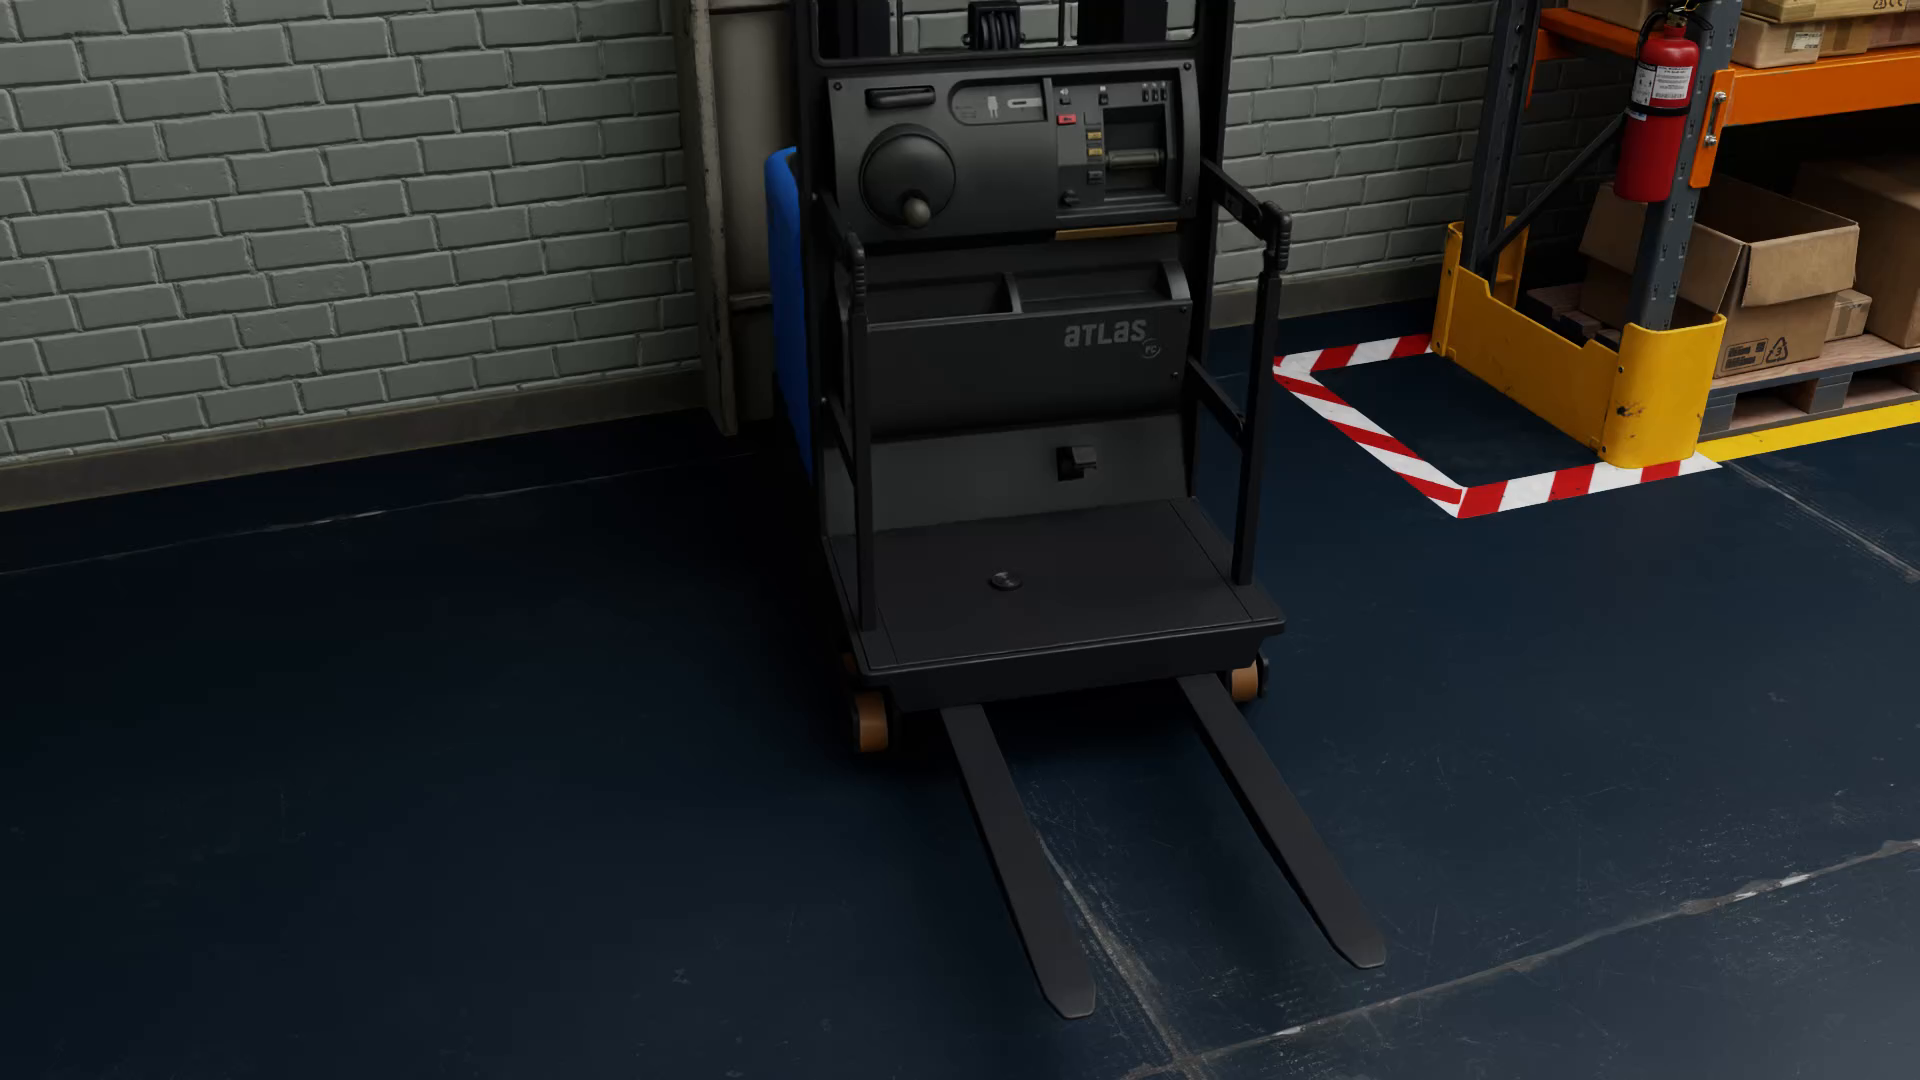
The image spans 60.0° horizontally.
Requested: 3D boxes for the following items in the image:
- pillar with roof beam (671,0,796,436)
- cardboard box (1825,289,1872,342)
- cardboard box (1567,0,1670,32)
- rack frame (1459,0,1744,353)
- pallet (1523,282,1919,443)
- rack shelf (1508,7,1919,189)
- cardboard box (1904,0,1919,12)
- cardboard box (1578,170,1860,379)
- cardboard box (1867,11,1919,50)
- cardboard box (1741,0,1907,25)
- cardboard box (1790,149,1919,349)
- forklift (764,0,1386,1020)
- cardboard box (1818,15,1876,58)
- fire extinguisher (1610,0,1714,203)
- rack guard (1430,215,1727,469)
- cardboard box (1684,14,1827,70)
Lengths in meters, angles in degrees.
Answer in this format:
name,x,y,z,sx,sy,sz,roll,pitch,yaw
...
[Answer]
name,x,y,z,sx,sy,sz,roll,pitch,yaw
pillar with roof beam,0.796,-2.386,0.347,0.400,9.000,9.100,-10,31,-18
cardboard box,3.154,-0.884,6.227,0.250,0.149,0.380,-12,32,-20
cardboard box,2.353,-1.896,5.802,0.250,0.149,0.380,-11,31,-18
rack frame,2.136,-1.823,5.420,0.127,3.000,1.000,-10,31,-18
pallet,2.954,-0.763,6.376,1.213,0.211,1.003,-10,31,-18
rack shelf,4.010,-1.856,6.204,4.000,0.370,1.077,-10,31,-18
cardboard box,3.127,-1.928,5.455,0.500,0.250,0.500,-10,31,-17
cardboard box,2.742,-0.983,6.043,0.637,0.503,0.797,-12,32,-20
cardboard box,2.996,-1.771,5.581,0.250,0.149,0.380,-11,31,-18
cardboard box,2.655,-1.841,5.302,0.500,0.250,0.500,-10,31,-17
cardboard box,3.557,-1.111,6.271,0.500,0.500,0.700,-9,31,-16
forklift,0.191,-0.929,3.919,1.130,2.935,3.031,-6,30,-11
cardboard box,2.762,-1.709,5.473,0.250,0.149,0.380,-10,31,-16
fire extinguisher,2.159,-1.388,5.111,0.183,0.674,0.296,-10,31,-18
rack guard,2.207,-0.750,6.062,0.348,0.500,1.175,-10,31,-18
cardboard box,2.540,-1.644,5.359,0.250,0.149,0.380,-11,31,-18
